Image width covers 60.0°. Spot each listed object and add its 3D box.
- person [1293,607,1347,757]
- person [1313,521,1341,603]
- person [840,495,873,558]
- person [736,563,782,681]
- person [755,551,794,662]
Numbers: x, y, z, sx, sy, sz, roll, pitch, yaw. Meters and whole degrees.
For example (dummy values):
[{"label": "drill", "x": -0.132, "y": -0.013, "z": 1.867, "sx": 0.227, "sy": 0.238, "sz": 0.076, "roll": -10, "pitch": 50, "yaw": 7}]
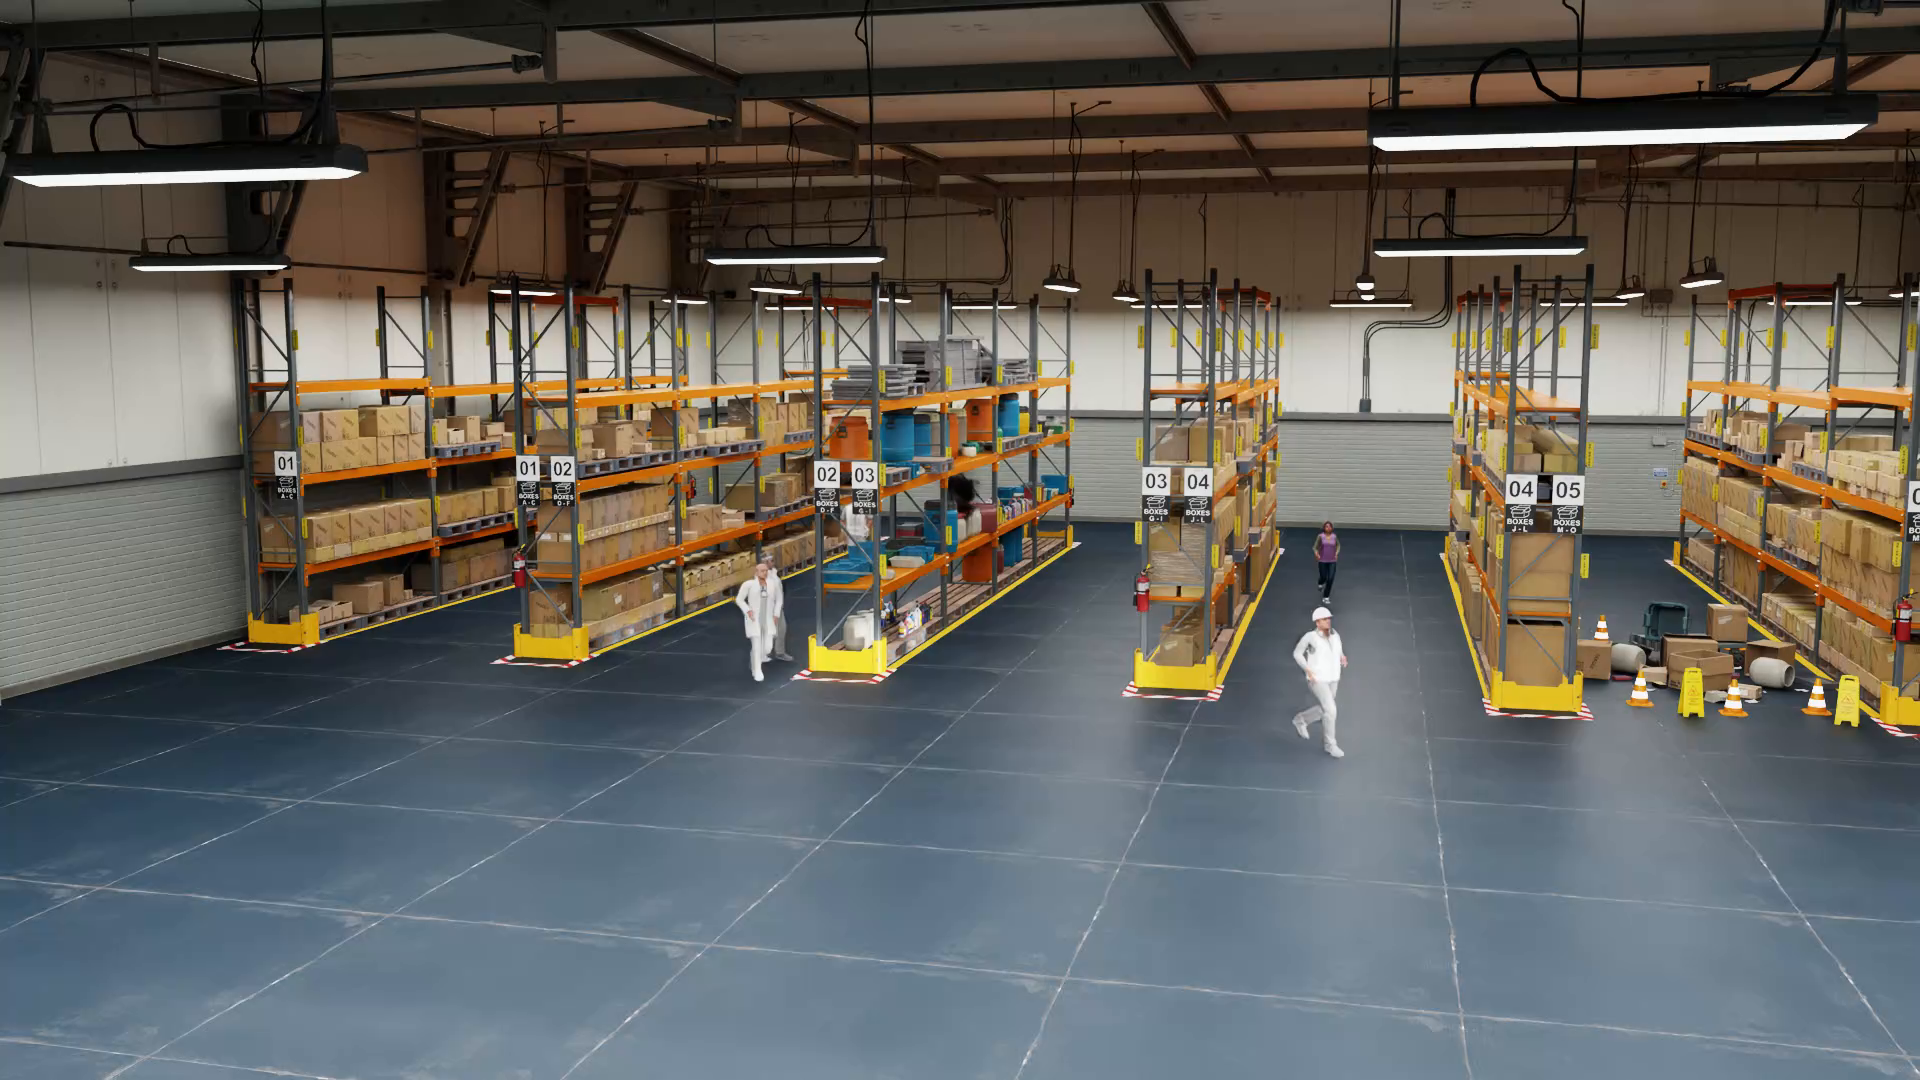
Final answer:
[{"label": "person", "x": 4.420, "y": 1.699, "z": 20.346, "sx": 0.652, "sy": 1.781, "sz": 0.862, "roll": -5, "pitch": 8, "yaw": -33}, {"label": "person", "x": 7.044, "y": 0.414, "z": 31.943, "sx": 0.537, "sy": 1.561, "sz": 0.590, "roll": 0, "pitch": 7, "yaw": 2}, {"label": "person", "x": -2.055, "y": -0.085, "z": 32.827, "sx": 0.679, "sy": 1.745, "sz": 0.570, "roll": 0, "pitch": 7, "yaw": 4}, {"label": "person", "x": -2.960, "y": 1.205, "z": 24.686, "sx": 0.732, "sy": 1.735, "sz": 0.661, "roll": -3, "pitch": 8, "yaw": -24}, {"label": "person", "x": -2.951, "y": 1.043, "z": 25.978, "sx": 0.520, "sy": 1.758, "sz": 0.600, "roll": 4, "pitch": 8, "yaw": 29}]
